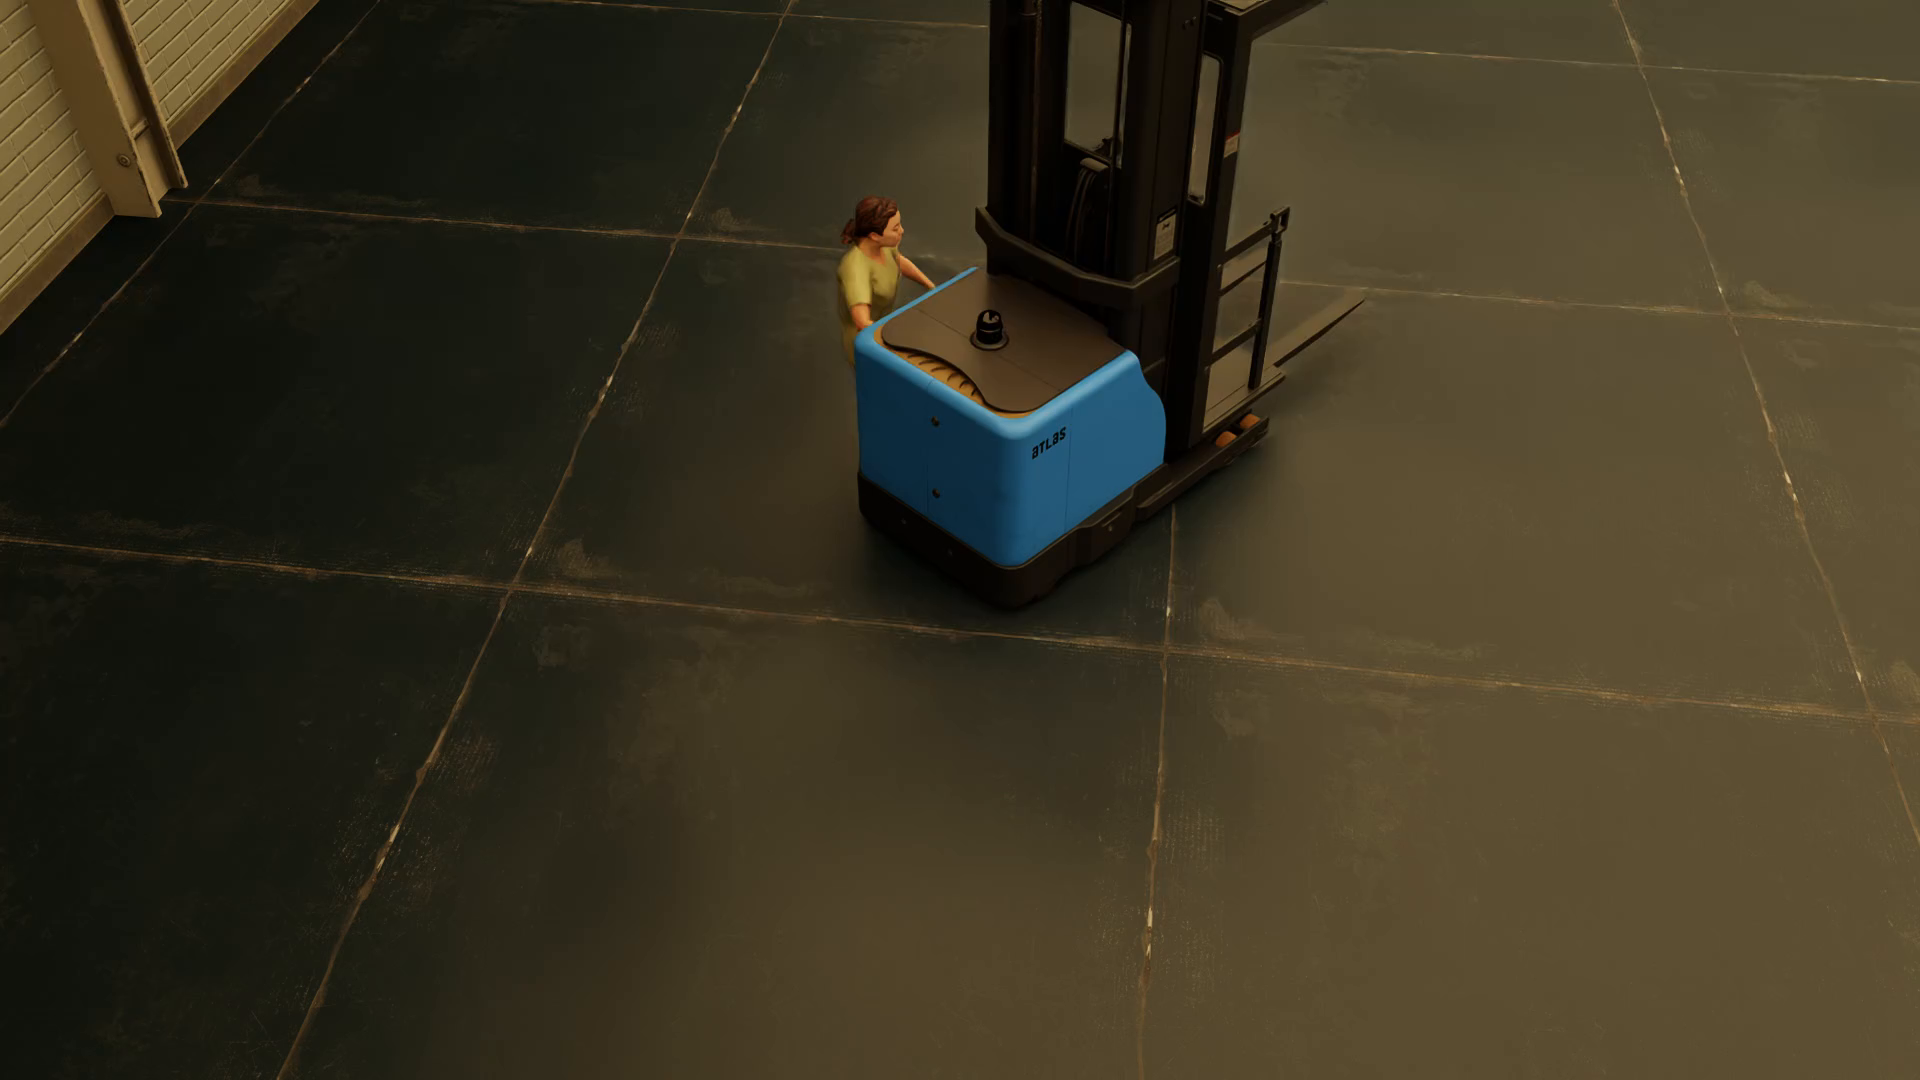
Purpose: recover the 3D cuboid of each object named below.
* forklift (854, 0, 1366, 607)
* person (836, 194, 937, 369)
[{"bbox_3d":[0.908,-1.673,7.546,1.130,2.935,3.031,34,52,31],"label":"forklift"},{"bbox_3d":[-0.164,-0.963,7.916,0.820,1.461,0.728,4,43,4],"label":"person"}]
